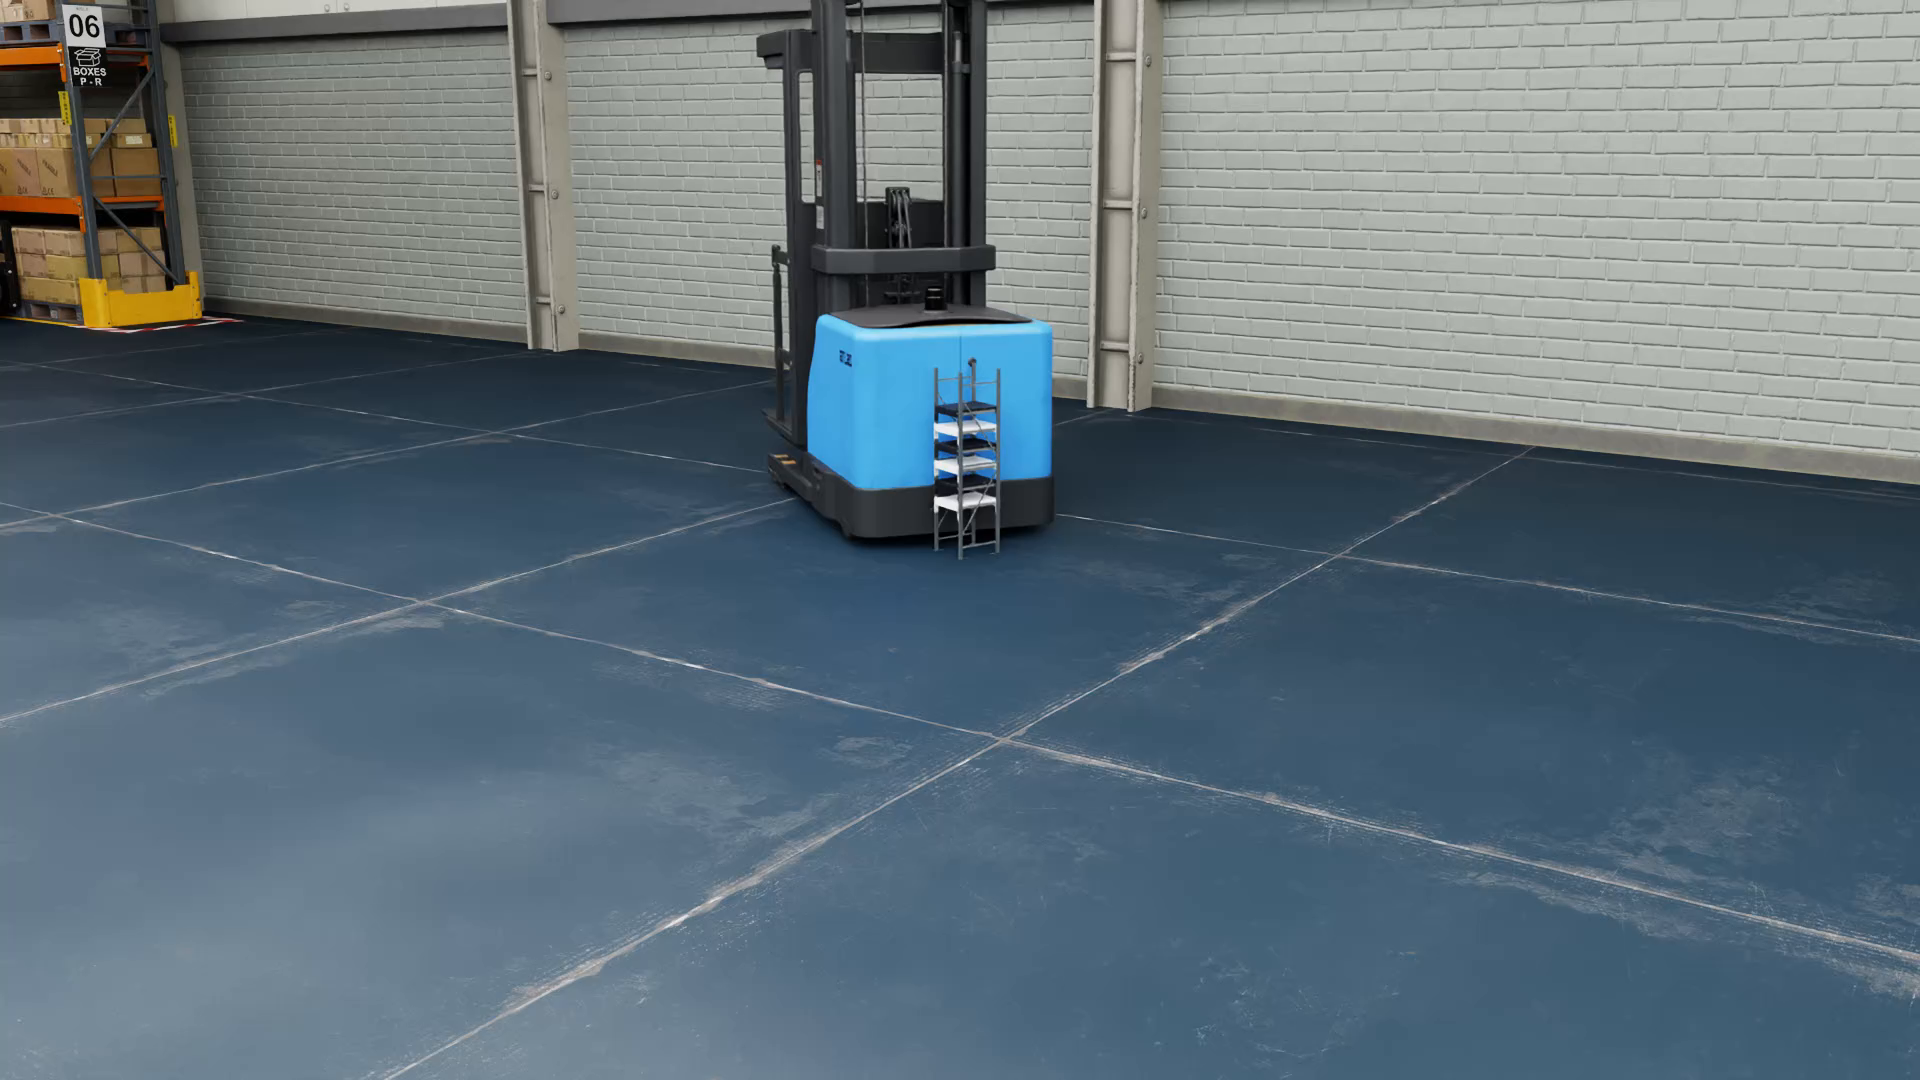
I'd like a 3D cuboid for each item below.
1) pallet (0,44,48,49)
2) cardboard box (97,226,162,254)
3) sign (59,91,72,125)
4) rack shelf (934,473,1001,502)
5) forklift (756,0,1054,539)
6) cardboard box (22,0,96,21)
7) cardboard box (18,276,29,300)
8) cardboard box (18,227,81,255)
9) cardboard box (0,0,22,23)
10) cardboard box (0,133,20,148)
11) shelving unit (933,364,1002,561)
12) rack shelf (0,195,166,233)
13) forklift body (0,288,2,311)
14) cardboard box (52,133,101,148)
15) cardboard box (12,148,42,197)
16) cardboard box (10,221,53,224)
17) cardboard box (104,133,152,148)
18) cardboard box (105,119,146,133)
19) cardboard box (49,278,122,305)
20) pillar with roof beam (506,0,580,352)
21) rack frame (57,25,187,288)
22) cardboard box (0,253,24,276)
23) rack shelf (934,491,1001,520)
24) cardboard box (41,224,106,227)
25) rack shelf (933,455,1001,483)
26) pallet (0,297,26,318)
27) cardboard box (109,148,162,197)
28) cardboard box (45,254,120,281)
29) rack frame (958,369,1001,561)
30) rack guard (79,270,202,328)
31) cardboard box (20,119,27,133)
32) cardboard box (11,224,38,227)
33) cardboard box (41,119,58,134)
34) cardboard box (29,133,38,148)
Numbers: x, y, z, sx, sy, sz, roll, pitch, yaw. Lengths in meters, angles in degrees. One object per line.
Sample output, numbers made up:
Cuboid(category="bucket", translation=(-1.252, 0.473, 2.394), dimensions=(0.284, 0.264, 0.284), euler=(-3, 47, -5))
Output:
Cuboid(category="pallet", translation=(-10.287, -5.458, 18.069), dimensions=(1.213, 0.211, 1.003), euler=(9, 17, 33))
Cuboid(category="cardboard box", translation=(-8.991, -3.238, 17.927), dimensions=(0.500, 0.250, 0.500), euler=(9, 16, 32))
Cuboid(category="sign", translation=(-9.013, -4.352, 16.757), dimensions=(0.005, 0.325, 0.100), euler=(9, 17, 33))
Cuboid(category="rack shelf", translation=(0.035, -0.255, 7.995), dimensions=(0.258, 0.077, 0.200), euler=(-10, 17, -34))
Cuboid(category="forklift", translation=(-0.482, -1.740, 9.253), dimensions=(1.130, 2.935, 3.031), euler=(-5, 15, -18))
Cuboid(category="cardboard box", translation=(-9.202, -5.549, 16.963), dimensions=(0.500, 0.500, 0.500), euler=(10, 17, 35))
Cuboid(category="cardboard box", translation=(-10.082, -2.788, 18.190), dimensions=(0.500, 0.250, 0.500), euler=(9, 17, 33))
Cuboid(category="cardboard box", translation=(-9.681, -3.202, 17.785), dimensions=(0.500, 0.250, 0.500), euler=(10, 17, 34))
Cuboid(category="cardboard box", translation=(-9.766, -5.509, 17.290), dimensions=(0.258, 0.266, 0.396), euler=(9, 17, 33))
Cuboid(category="cardboard box", translation=(-9.999, -4.272, 17.781), dimensions=(0.250, 0.149, 0.380), euler=(9, 16, 31))
Cuboid(category="shelving unit", translation=(0.035, -0.375, 7.966), dimensions=(0.258, 0.900, 0.210), euler=(-10, 17, -34))
Cuboid(category="rack shelf", translation=(-10.358, -3.700, 18.525), dimensions=(4.000, 0.370, 1.077), euler=(9, 17, 33))
Cuboid(category="forklift body", translation=(-11.290, -3.260, 17.014), dimensions=(1.214, 2.155, 2.313), euler=(9, 17, 33))
Cuboid(category="cardboard box", translation=(-9.142, -4.135, 17.227), dimensions=(0.250, 0.149, 0.380), euler=(9, 17, 34))
Cuboid(category="cardboard box", translation=(-9.679, -3.915, 17.686), dimensions=(0.500, 0.500, 0.500), euler=(10, 17, 35))
Cuboid(category="cardboard box", translation=(-10.660, -3.509, 19.023), dimensions=(0.500, 0.250, 0.500), euler=(9, 17, 33))
Cuboid(category="cardboard box", translation=(-8.835, -4.242, 17.657), dimensions=(0.250, 0.149, 0.380), euler=(9, 16, 31))
Cuboid(category="cardboard box", translation=(-8.858, -4.376, 17.583), dimensions=(0.250, 0.149, 0.380), euler=(9, 16, 32))
Cuboid(category="cardboard box", translation=(-9.265, -2.650, 17.635), dimensions=(0.500, 0.250, 0.500), euler=(9, 17, 33))
Cuboid(category="pillar with roof beam", translation=(-6.197, -5.303, 11.019), dimensions=(0.400, 9.000, 9.100), euler=(9, 17, 33))
Cuboid(category="rack frame", translation=(-8.698, -3.781, 17.355), dimensions=(0.127, 3.000, 1.000), euler=(9, 17, 33))
Cuboid(category="cardboard box", translation=(-10.127, -3.030, 18.129), dimensions=(0.500, 0.250, 0.500), euler=(9, 16, 32))
Cuboid(category="rack shelf", translation=(0.035, -0.168, 8.017), dimensions=(0.258, 0.077, 0.200), euler=(-10, 17, -34))
Cuboid(category="cardboard box", translation=(-9.817, -3.373, 18.475), dimensions=(0.500, 0.250, 0.500), euler=(9, 17, 32))
Cuboid(category="rack shelf", translation=(0.035, -0.343, 7.974), dimensions=(0.258, 0.077, 0.200), euler=(-10, 17, -34))
Cuboid(category="pallet", translation=(-10.364, -2.685, 18.732), dimensions=(1.213, 0.211, 1.003), euler=(9, 17, 33))
Cuboid(category="cardboard box", translation=(-8.954, -3.951, 17.835), dimensions=(0.500, 0.500, 0.500), euler=(10, 17, 35))
Cuboid(category="cardboard box", translation=(-9.277, -2.896, 17.586), dimensions=(0.500, 0.250, 0.500), euler=(9, 16, 32))
Cuboid(category="rack frame", translation=(0.093, -0.355, 7.885), dimensions=(0.240, 0.900, 0.006), euler=(-10, 17, -34))
Cuboid(category="rack guard", translation=(-8.678, -2.564, 17.642), dimensions=(0.348, 0.500, 1.175), euler=(9, 17, 33))
Cuboid(category="cardboard box", translation=(-9.732, -4.400, 17.676), dimensions=(0.250, 0.149, 0.380), euler=(9, 17, 33))
Cuboid(category="cardboard box", translation=(-10.522, -3.337, 18.330), dimensions=(0.500, 0.250, 0.500), euler=(9, 16, 32))
Cuboid(category="cardboard box", translation=(-9.335, -4.322, 17.362), dimensions=(0.250, 0.149, 0.380), euler=(9, 17, 33))
Cuboid(category="cardboard box", translation=(-9.552, -4.210, 17.531), dimensions=(0.250, 0.149, 0.380), euler=(10, 17, 34))
